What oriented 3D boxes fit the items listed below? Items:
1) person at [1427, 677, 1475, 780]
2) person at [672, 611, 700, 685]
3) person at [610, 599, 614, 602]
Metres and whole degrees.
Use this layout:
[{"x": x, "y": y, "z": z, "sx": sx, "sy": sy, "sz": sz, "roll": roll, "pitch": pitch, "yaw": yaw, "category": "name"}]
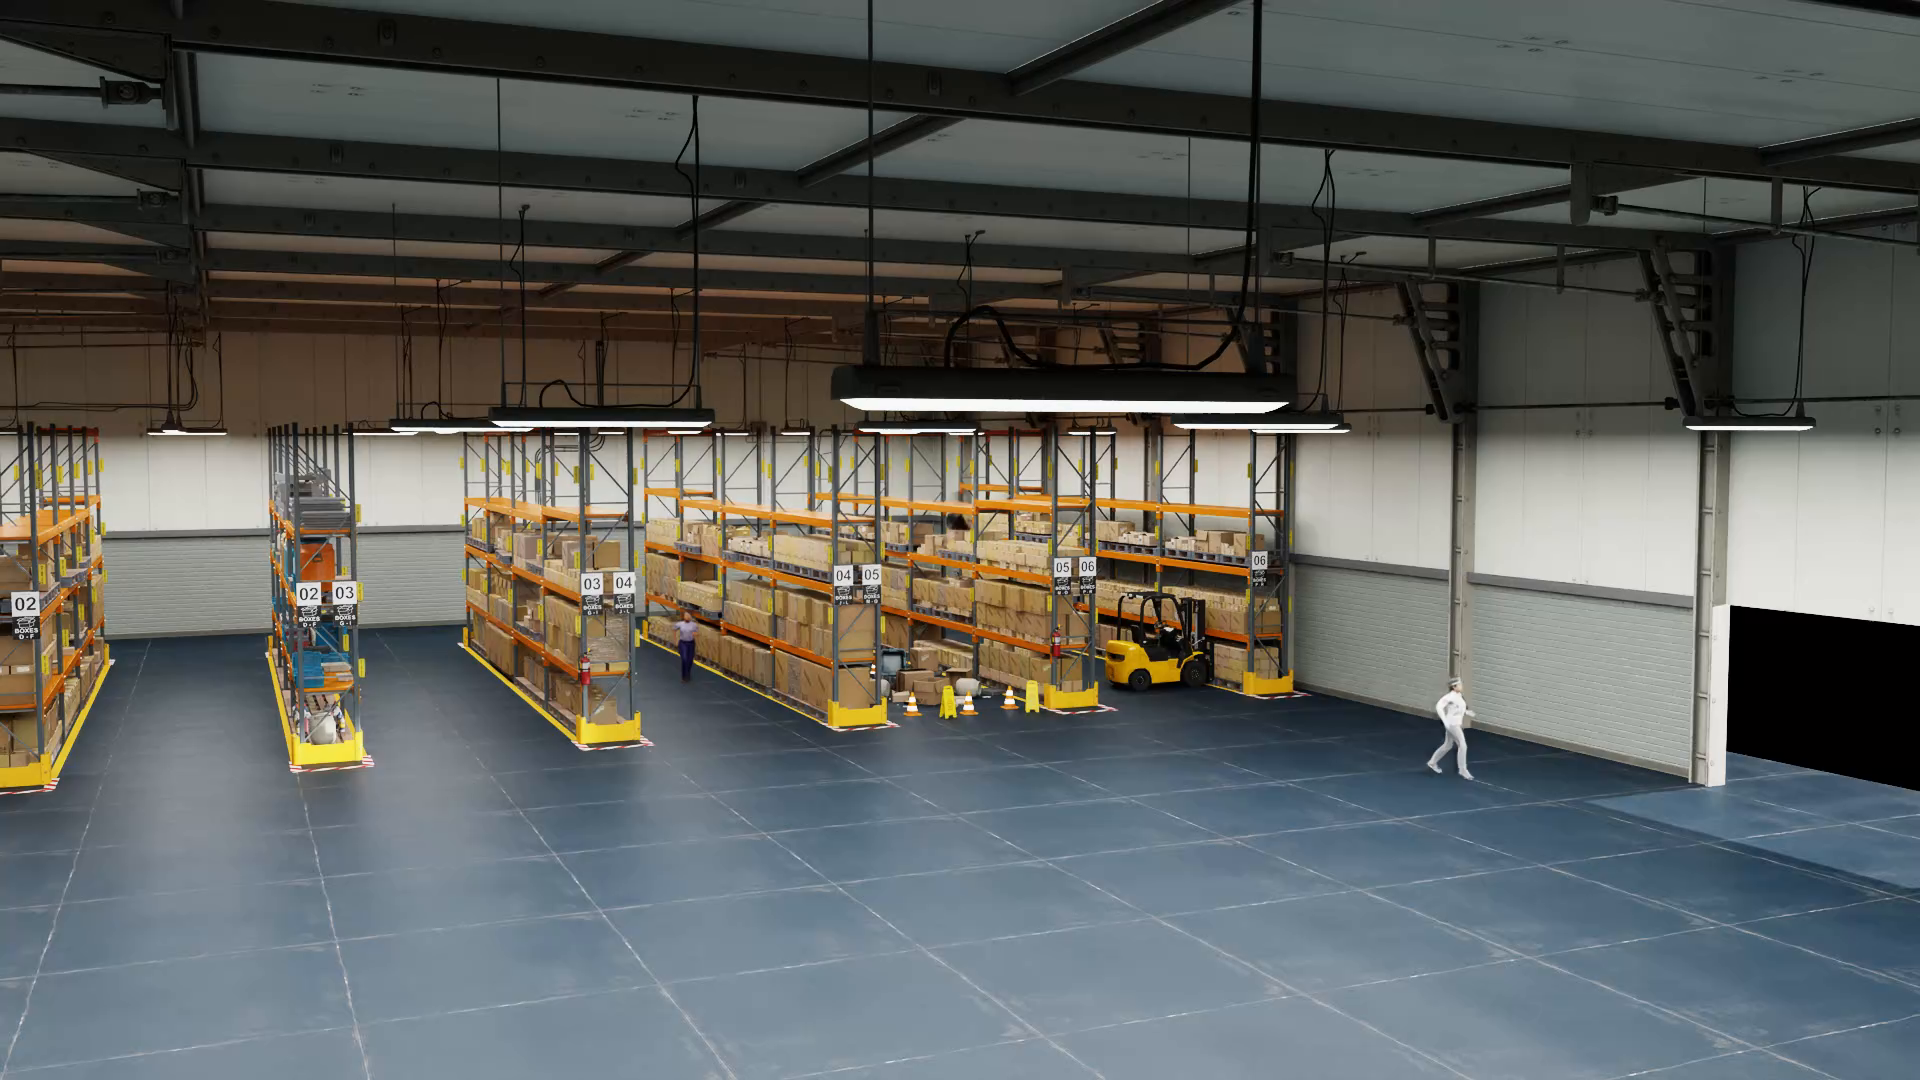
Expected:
[{"x": 8.314, "y": 3.164, "z": 28.111, "sx": 0.813, "sy": 1.717, "sz": 0.605, "roll": 2, "pitch": 4, "yaw": 26, "category": "person"}, {"x": -6.411, "y": 2.518, "z": 39.018, "sx": 0.582, "sy": 1.706, "sz": 0.770, "roll": -2, "pitch": 4, "yaw": -26, "category": "person"}, {"x": -10.015, "y": 1.932, "z": 47.917, "sx": 0.728, "sy": 1.724, "sz": 0.568, "roll": 3, "pitch": 4, "yaw": 37, "category": "person"}]
